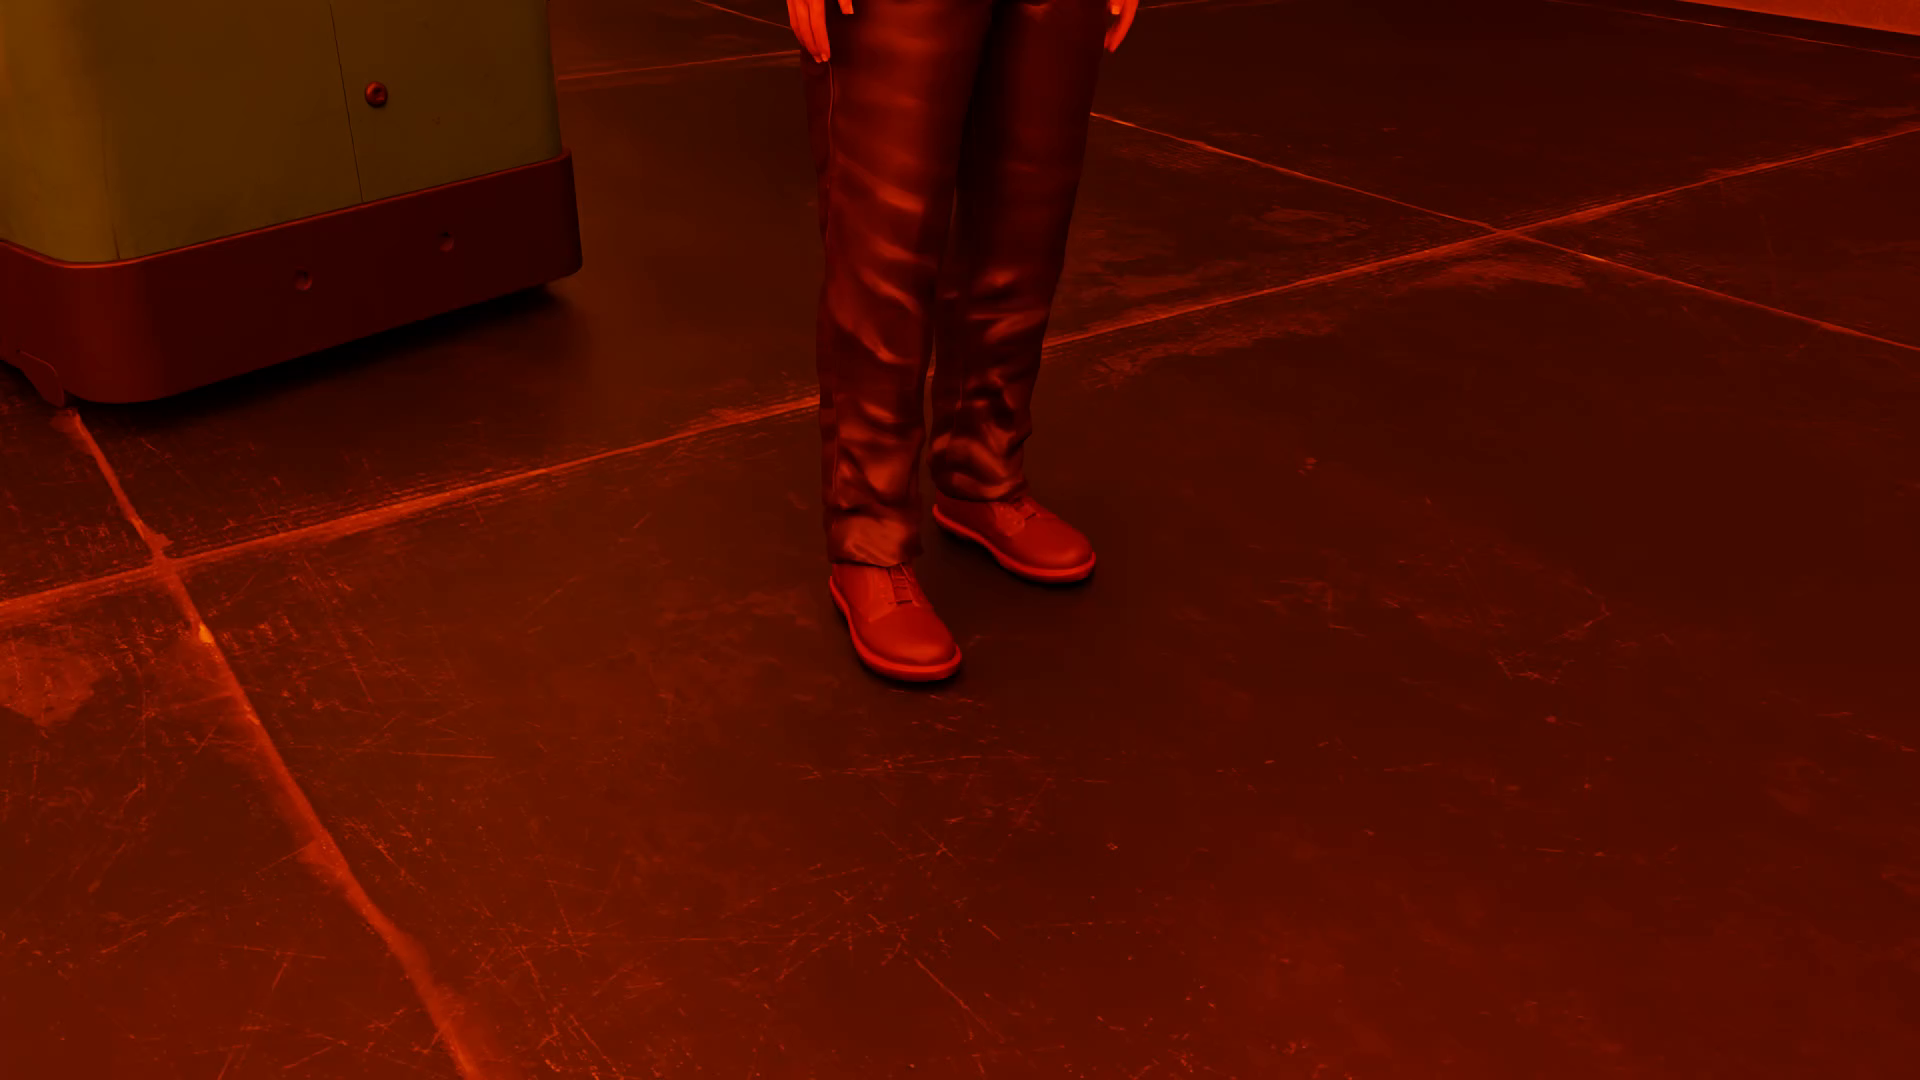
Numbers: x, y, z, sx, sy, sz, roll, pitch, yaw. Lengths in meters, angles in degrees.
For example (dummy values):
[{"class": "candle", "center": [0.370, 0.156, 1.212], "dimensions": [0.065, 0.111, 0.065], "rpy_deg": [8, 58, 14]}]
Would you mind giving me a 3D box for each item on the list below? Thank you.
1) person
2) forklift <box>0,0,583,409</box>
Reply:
[{"class": "person", "center": [0.033, -0.705, 2.050], "dimensions": [0.599, 1.650, 0.503], "rpy_deg": [-17, 31, -31]}, {"class": "forklift", "center": [-2.256, -2.062, 3.342], "dimensions": [3.031, 2.935, 1.130], "rpy_deg": [20, 33, 34]}]
